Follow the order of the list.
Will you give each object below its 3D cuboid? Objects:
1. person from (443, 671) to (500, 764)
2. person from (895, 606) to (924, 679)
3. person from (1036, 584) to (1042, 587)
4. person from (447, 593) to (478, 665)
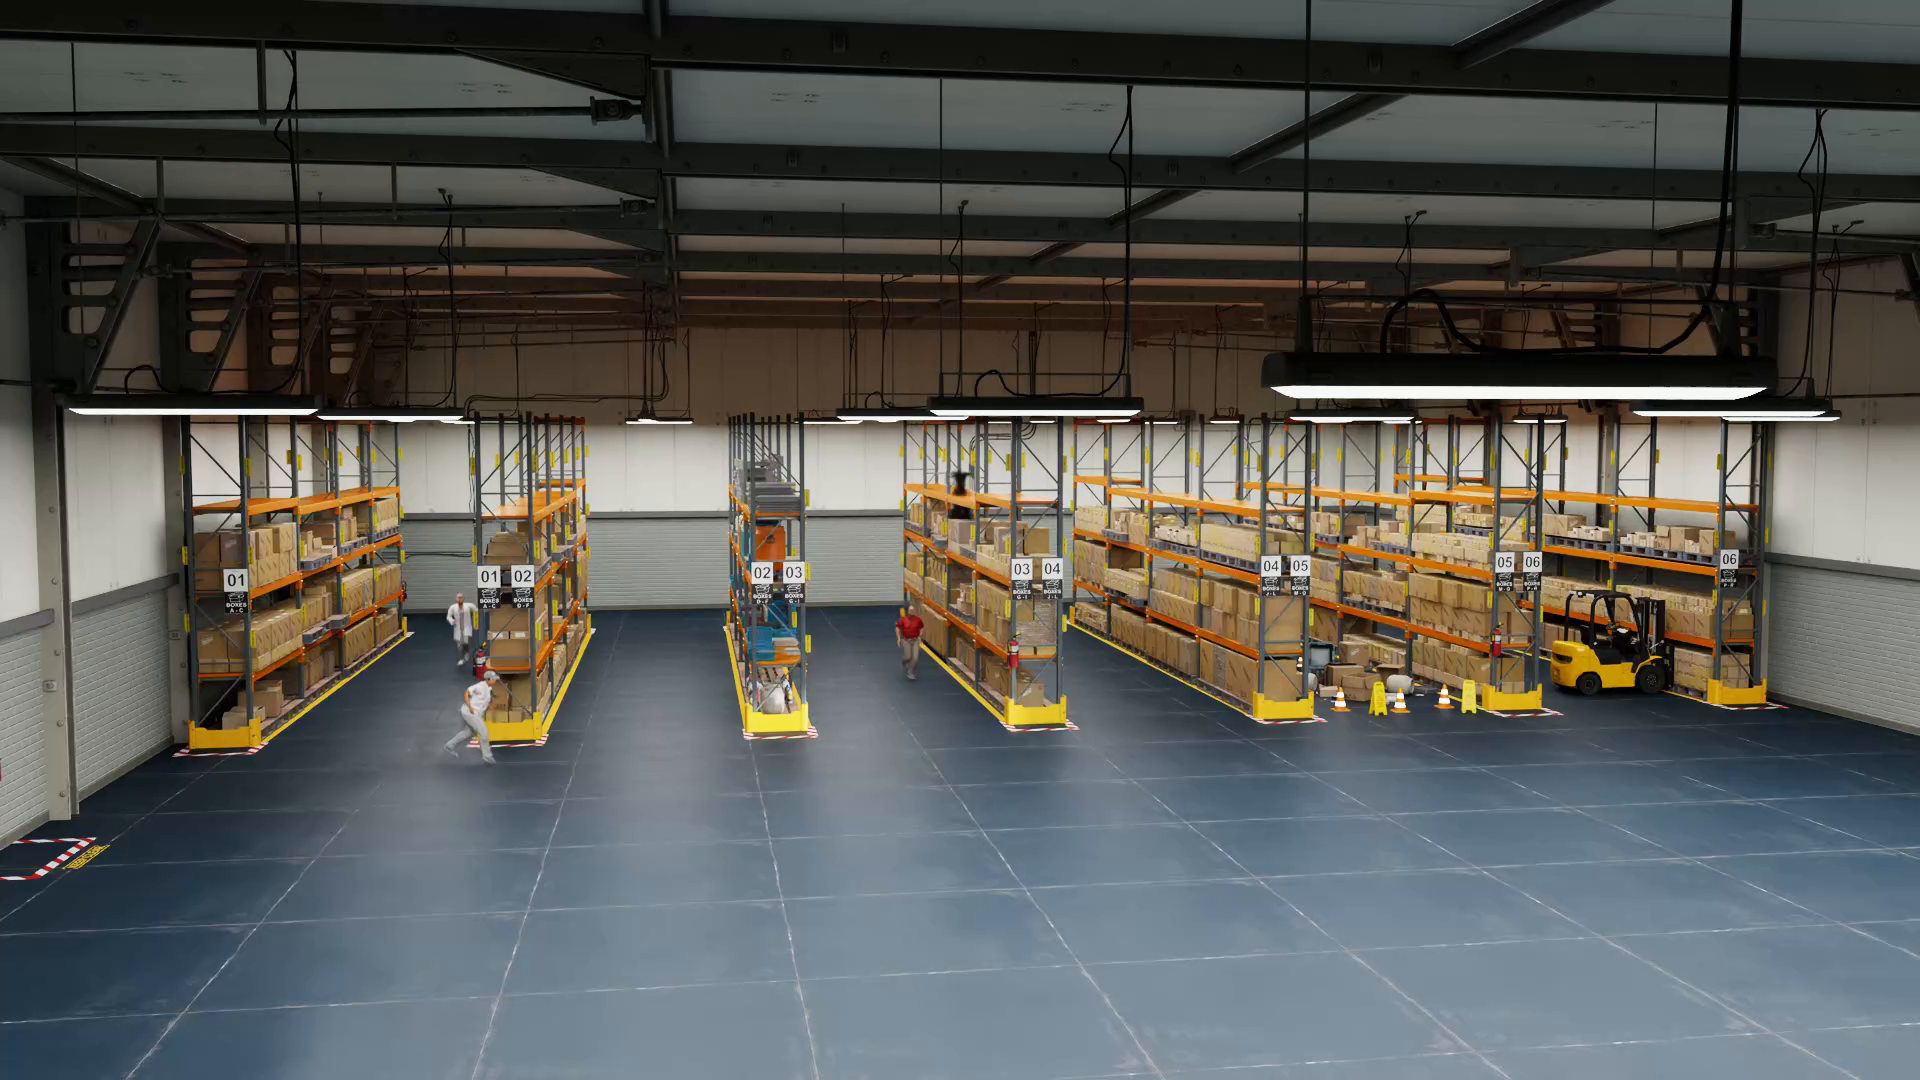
[{"bbox_3d":[-8.332,3.032,28.321,1.030,1.630,0.649,0,4,7],"label":"person"},{"bbox_3d":[-1.125,2.323,37.821,0.659,1.671,0.636,-1,4,-14],"label":"person"},{"bbox_3d":[2.081,1.587,47.861,0.652,1.793,0.917,1,4,11],"label":"person"},{"bbox_3d":[-11.920,2.146,39.854,0.726,1.736,0.769,0,4,-6],"label":"person"}]
